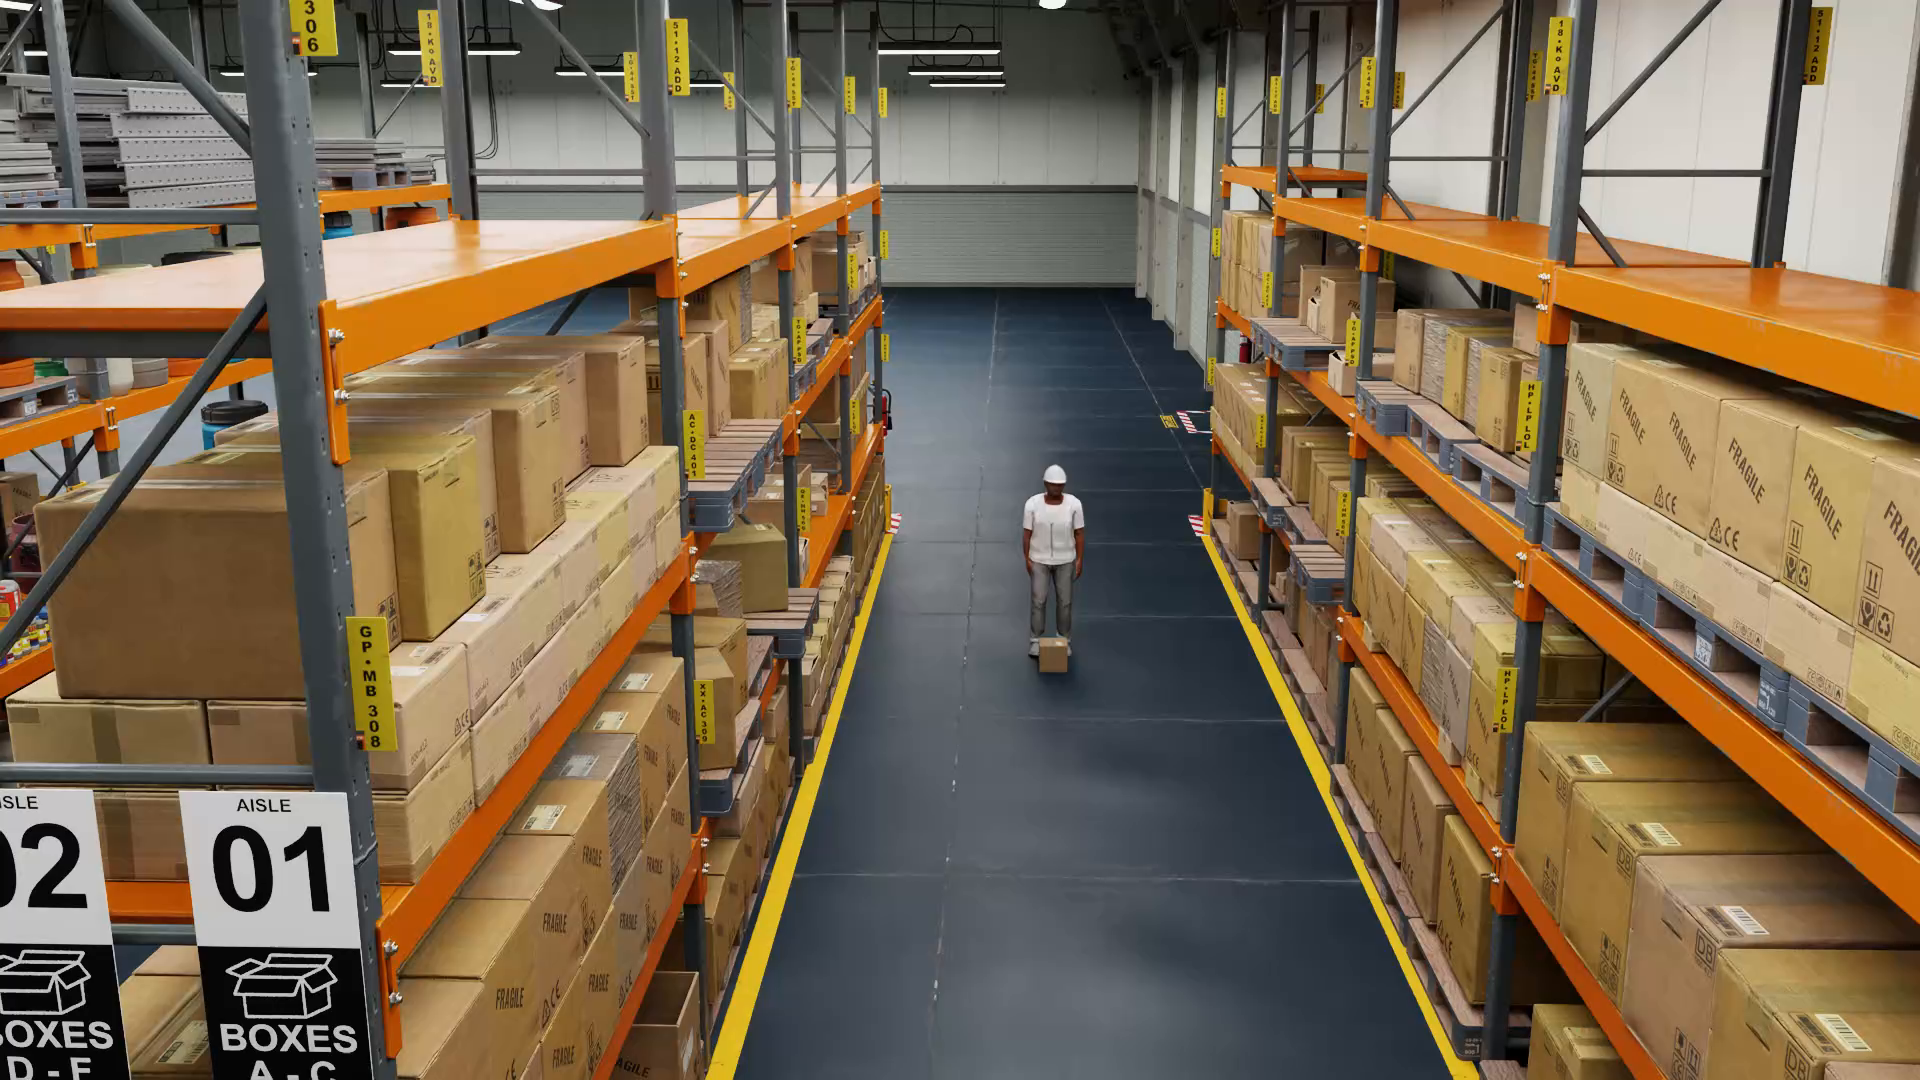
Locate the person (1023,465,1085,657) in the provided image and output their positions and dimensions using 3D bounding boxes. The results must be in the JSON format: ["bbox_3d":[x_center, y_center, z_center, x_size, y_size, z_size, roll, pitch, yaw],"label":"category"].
[{"bbox_3d":[0.854,0.196,15.205,0.564,1.785,0.363,1,14,3],"label":"person"}]
